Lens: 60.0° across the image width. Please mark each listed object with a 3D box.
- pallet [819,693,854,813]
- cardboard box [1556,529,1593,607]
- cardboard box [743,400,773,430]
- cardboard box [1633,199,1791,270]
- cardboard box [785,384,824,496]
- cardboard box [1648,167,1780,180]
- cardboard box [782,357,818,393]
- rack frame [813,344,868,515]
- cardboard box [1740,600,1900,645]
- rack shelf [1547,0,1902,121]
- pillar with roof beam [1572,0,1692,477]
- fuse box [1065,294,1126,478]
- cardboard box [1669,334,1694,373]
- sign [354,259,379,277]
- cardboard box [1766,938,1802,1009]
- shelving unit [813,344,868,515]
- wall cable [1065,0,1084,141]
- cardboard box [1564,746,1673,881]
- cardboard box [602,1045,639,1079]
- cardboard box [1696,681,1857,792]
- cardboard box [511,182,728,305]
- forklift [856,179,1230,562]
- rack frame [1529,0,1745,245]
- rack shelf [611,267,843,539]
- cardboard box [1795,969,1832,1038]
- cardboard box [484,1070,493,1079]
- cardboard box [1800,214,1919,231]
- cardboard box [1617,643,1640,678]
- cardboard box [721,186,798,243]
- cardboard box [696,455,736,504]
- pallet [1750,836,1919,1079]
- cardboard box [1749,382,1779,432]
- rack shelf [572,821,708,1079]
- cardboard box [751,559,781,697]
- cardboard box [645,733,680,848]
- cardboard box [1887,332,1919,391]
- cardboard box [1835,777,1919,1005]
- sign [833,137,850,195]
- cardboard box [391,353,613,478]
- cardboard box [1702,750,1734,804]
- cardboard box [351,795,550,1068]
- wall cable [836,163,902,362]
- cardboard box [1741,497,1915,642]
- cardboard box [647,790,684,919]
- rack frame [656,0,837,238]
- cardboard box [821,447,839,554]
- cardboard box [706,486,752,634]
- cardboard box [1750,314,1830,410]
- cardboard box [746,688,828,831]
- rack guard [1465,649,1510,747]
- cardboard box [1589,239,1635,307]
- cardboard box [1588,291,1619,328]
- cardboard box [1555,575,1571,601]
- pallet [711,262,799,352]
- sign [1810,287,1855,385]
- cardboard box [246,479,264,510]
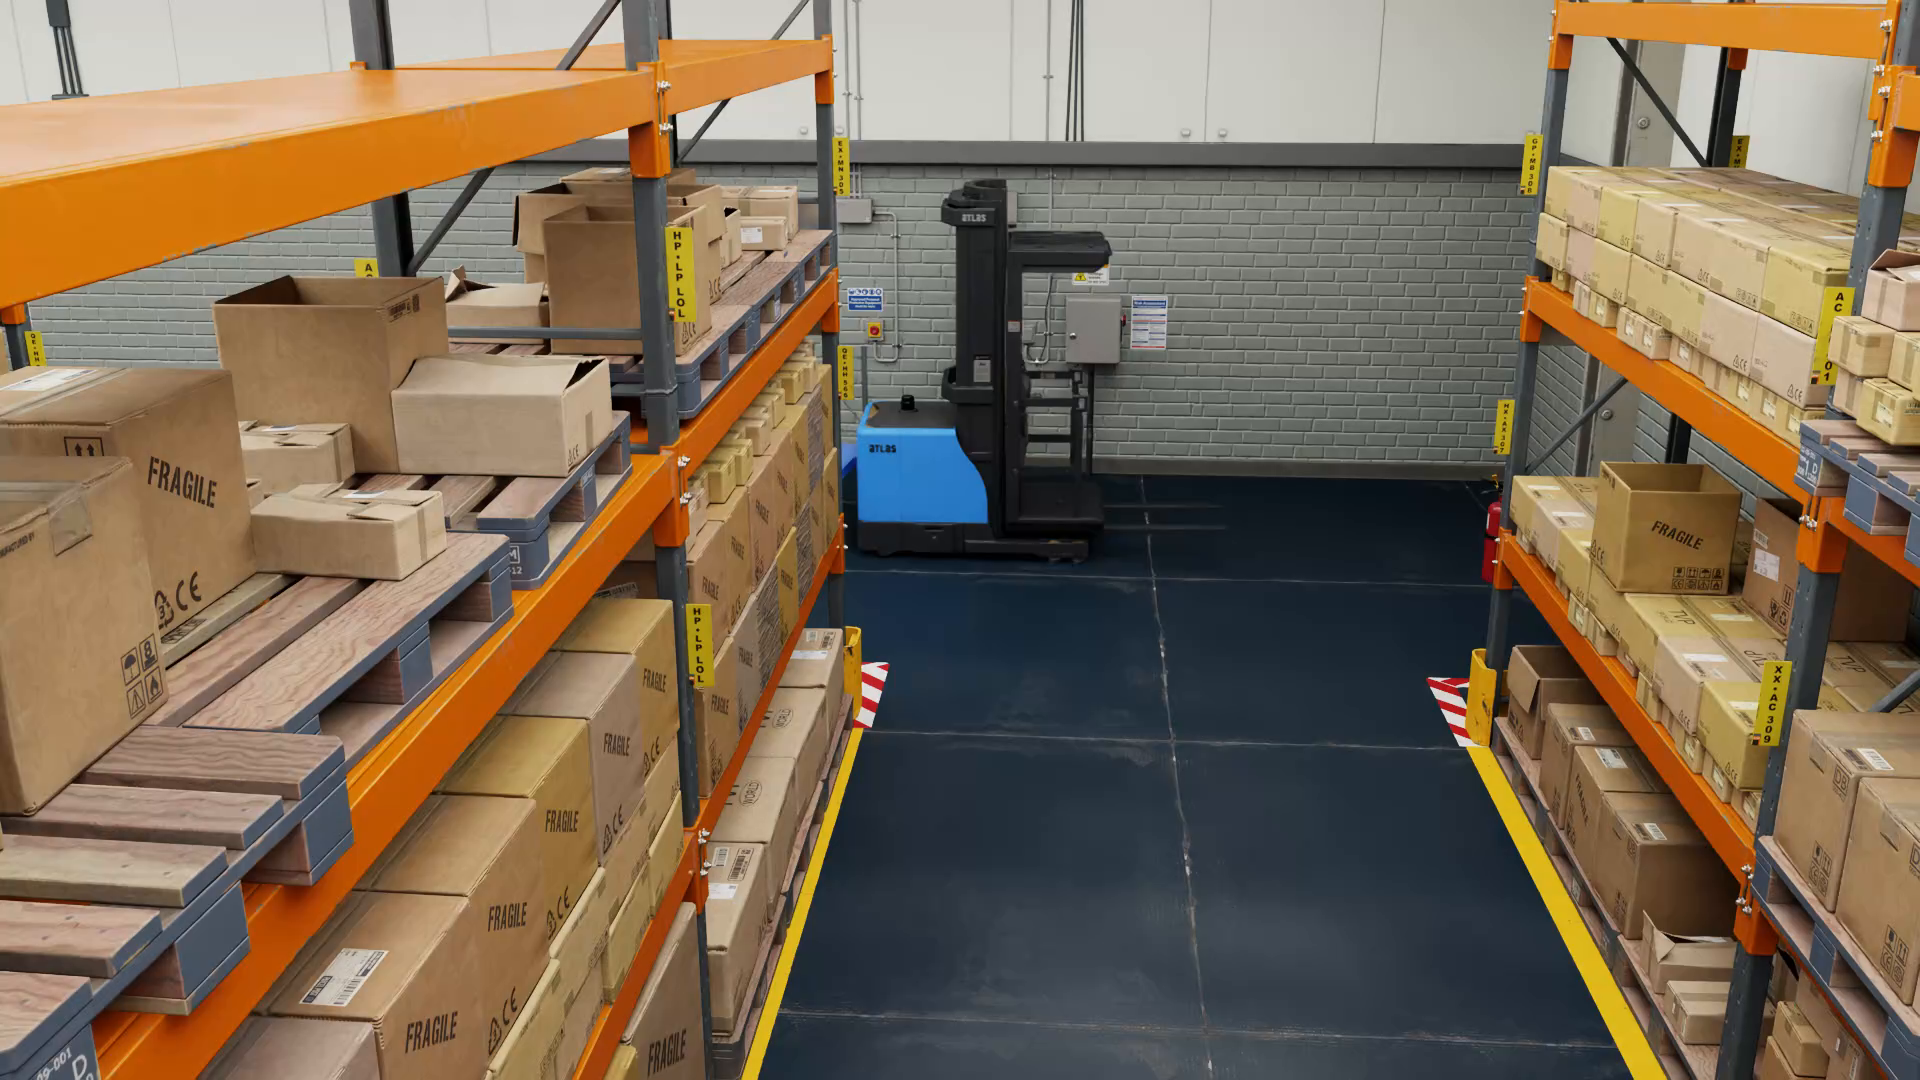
[{"bbox_3d":[-1.202,1.229,9.834,1.003,0.211,1.213,1,18,4],"label":"pallet"},{"bbox_3d":[3.358,0.142,8.435,0.500,0.250,0.500,1,18,3],"label":"cardboard box"},{"bbox_3d":[-1.123,-0.583,8.077,0.380,0.149,0.250,2,18,6],"label":"cardboard box"},{"bbox_3d":[3.342,-1.365,7.416,0.500,0.250,0.500,2,18,5],"label":"cardboard box"},{"bbox_3d":[-1.028,-0.551,9.022,0.500,0.500,0.500,1,18,4],"label":"cardboard box"},{"bbox_3d":[3.975,-1.826,8.821,0.500,0.250,0.500,1,18,2],"label":"cardboard box"},{"bbox_3d":[-0.978,-0.900,9.045,0.380,0.149,0.250,1,18,3],"label":"cardboard box"},{"bbox_3d":[-1.041,-0.947,14.406,0.500,1.500,0.032,4,18,11],"label":"rack frame"},{"bbox_3d":[3.814,0.471,7.430,0.500,0.250,0.500,2,18,5],"label":"cardboard box"},{"bbox_3d":[3.585,-2.123,7.111,1.077,0.370,4.000,1,18,4],"label":"rack shelf"},{"bbox_3d":[0.526,-4.001,11.682,9.100,9.000,0.400,1,18,4],"label":"pillar with roof beam"},{"bbox_3d":[1.243,-1.394,15.429,0.539,1.711,0.414,1,18,4],"label":"fuse box"},{"bbox_3d":[3.303,-0.815,7.179,0.380,0.149,0.250,1,18,4],"label":"cardboard box"},{"bbox_3d":[-2.064,-0.825,5.848,0.100,0.325,0.005,1,18,4],"label":"sign"},{"bbox_3d":[3.724,1.884,7.001,0.500,0.311,0.500,2,18,6],"label":"cardboard box"},{"bbox_3d":[-1.143,-0.792,13.932,0.538,1.500,1.048,4,18,11],"label":"shelving unit"},{"bbox_3d":[2.429,-4.897,14.355,2.988,3.039,0.133,1,18,4],"label":"wall cable"},{"bbox_3d":[3.352,1.366,8.277,0.500,0.500,0.500,2,18,5],"label":"cardboard box"},{"bbox_3d":[-1.532,2.181,5.188,0.875,0.875,0.875,2,18,6],"label":"cardboard box"},{"bbox_3d":[3.234,0.772,6.514,0.500,0.250,0.500,2,18,5],"label":"cardboard box"},{"bbox_3d":[-1.445,-1.245,7.088,0.797,0.503,0.637,3,18,8],"label":"cardboard box"},{"bbox_3d":[0.689,-1.388,13.453,3.031,2.935,1.130,1,18,2],"label":"forklift"},{"bbox_3d":[3.728,-3.088,8.895,1.000,3.000,0.127,1,18,4],"label":"rack frame"},{"bbox_3d":[-1.367,-0.809,7.913,1.077,0.370,4.000,1,18,4],"label":"rack shelf"},{"bbox_3d":[3.211,1.651,5.888,0.380,0.149,0.250,1,18,3],"label":"cardboard box"},{"bbox_3d":[-1.428,1.505,3.951,0.500,0.250,0.500,1,18,4],"label":"cardboard box"},{"bbox_3d":[3.818,-1.194,6.893,0.500,0.250,0.500,1,18,3],"label":"cardboard box"},{"bbox_3d":[3.341,0.541,7.857,0.380,0.149,0.250,1,18,4],"label":"cardboard box"},{"bbox_3d":[-1.166,-1.806,9.206,0.500,0.250,0.500,0,18,-1],"label":"cardboard box"},{"bbox_3d":[-1.171,-0.263,7.102,0.380,0.149,0.250,1,18,4],"label":"cardboard box"},{"bbox_3d":[3.275,1.342,5.317,1.003,0.211,1.213,1,18,4],"label":"pallet"},{"bbox_3d":[3.193,-0.495,6.202,0.380,0.149,0.250,1,18,4],"label":"cardboard box"},{"bbox_3d":[-1.653,1.859,4.588,1.077,0.370,4.000,1,18,4],"label":"rack shelf"},{"bbox_3d":[-1.133,0.398,7.731,0.500,0.500,0.500,1,18,4],"label":"cardboard box"},{"bbox_3d":[-1.299,0.872,5.883,0.500,0.250,0.500,1,18,4],"label":"cardboard box"},{"bbox_3d":[3.034,-0.522,4.971,0.380,0.149,0.250,2,18,5],"label":"cardboard box"},{"bbox_3d":[3.146,1.064,5.022,0.700,0.500,0.500,1,18,5],"label":"cardboard box"},{"bbox_3d":[-0.683,-2.139,9.521,0.100,0.325,0.005,1,18,4],"label":"sign"},{"bbox_3d":[-1.364,-0.408,5.004,0.500,0.311,0.500,1,18,4],"label":"cardboard box"},{"bbox_3d":[3.209,0.939,6.644,0.380,0.149,0.250,2,18,5],"label":"cardboard box"},{"bbox_3d":[-1.399,0.996,4.298,0.500,0.500,0.500,2,18,5],"label":"cardboard box"},{"bbox_3d":[-0.842,-2.596,15.346,0.585,1.953,0.123,1,18,4],"label":"wall cable"},{"bbox_3d":[3.813,0.122,7.291,0.500,0.500,0.500,1,18,2],"label":"cardboard box"},{"bbox_3d":[-1.291,1.112,5.953,0.500,0.250,0.500,1,18,3],"label":"cardboard box"},{"bbox_3d":[-1.223,-3.197,9.229,1.000,3.000,0.127,1,18,4],"label":"rack frame"},{"bbox_3d":[-0.994,-0.238,9.673,0.500,0.500,0.500,1,18,4],"label":"cardboard box"},{"bbox_3d":[-1.192,0.074,7.114,0.500,0.500,0.500,1,18,3],"label":"cardboard box"},{"bbox_3d":[3.226,-0.646,6.022,0.500,0.250,0.500,1,18,4],"label":"cardboard box"},{"bbox_3d":[-1.228,1.163,8.996,0.875,0.438,0.875,2,18,5],"label":"cardboard box"},{"bbox_3d":[3.723,0.975,10.146,1.175,0.500,0.348,1,18,4],"label":"rack guard"},{"bbox_3d":[3.359,-1.284,7.969,0.500,0.250,0.500,1,18,2],"label":"cardboard box"},{"bbox_3d":[3.313,-1.131,8.144,0.380,0.149,0.250,1,18,4],"label":"cardboard box"},{"bbox_3d":[3.395,0.218,8.844,0.380,0.149,0.250,2,18,6],"label":"cardboard box"},{"bbox_3d":[-1.351,-1.119,7.847,1.003,0.211,1.213,1,18,4],"label":"pallet"},{"bbox_3d":[2.899,-0.675,5.519,0.100,0.325,0.005,1,18,4],"label":"sign"},{"bbox_3d":[-1.990,-0.106,4.152,0.396,0.266,0.258,3,18,8],"label":"cardboard box"}]
